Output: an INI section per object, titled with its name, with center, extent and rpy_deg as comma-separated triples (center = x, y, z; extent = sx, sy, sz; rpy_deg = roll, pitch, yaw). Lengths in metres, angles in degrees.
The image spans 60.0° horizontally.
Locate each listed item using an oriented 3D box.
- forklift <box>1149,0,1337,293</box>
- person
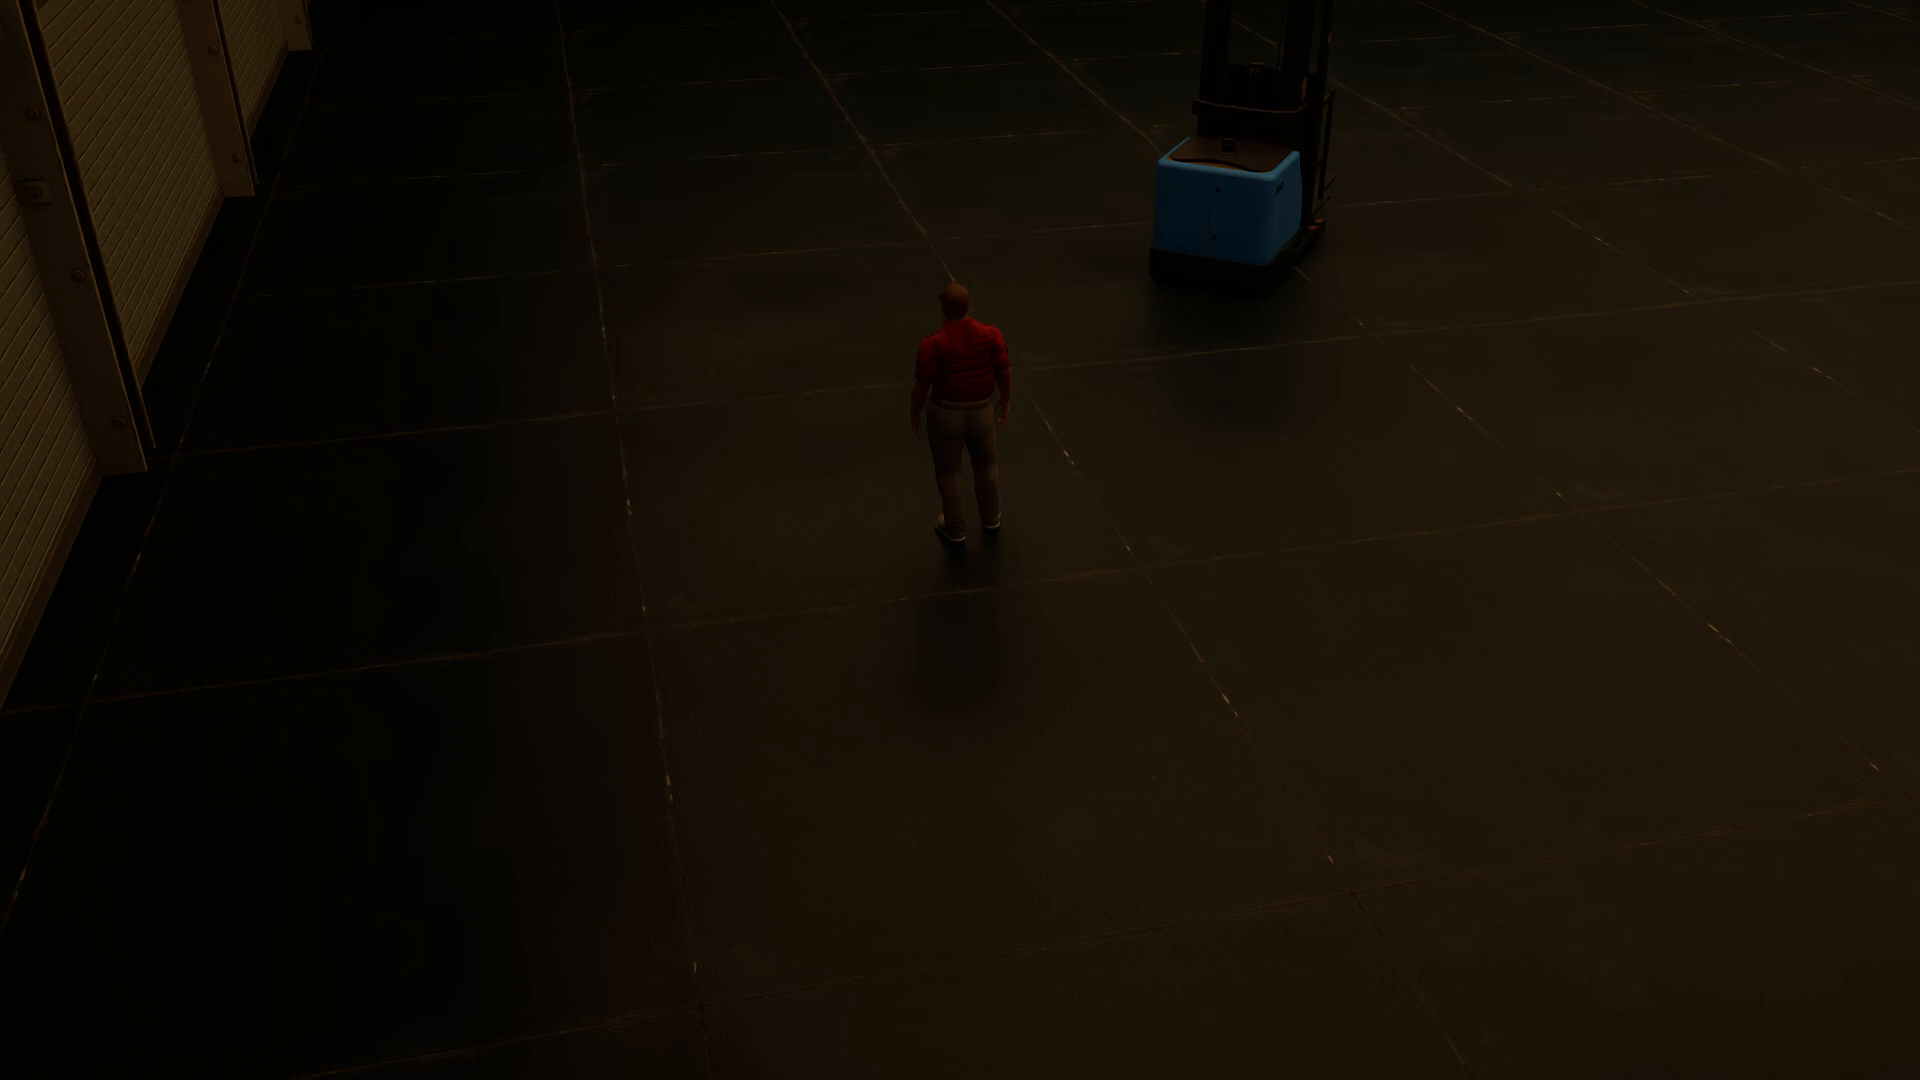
[forklift]
center = 2.723, -4.056, 14.580
extent = 1.130, 2.935, 3.031
rpy_deg = 14, 33, 22
[person]
center = -0.009, -0.799, 10.141
extent = 0.640, 1.727, 0.551
rpy_deg = -7, 31, -12
